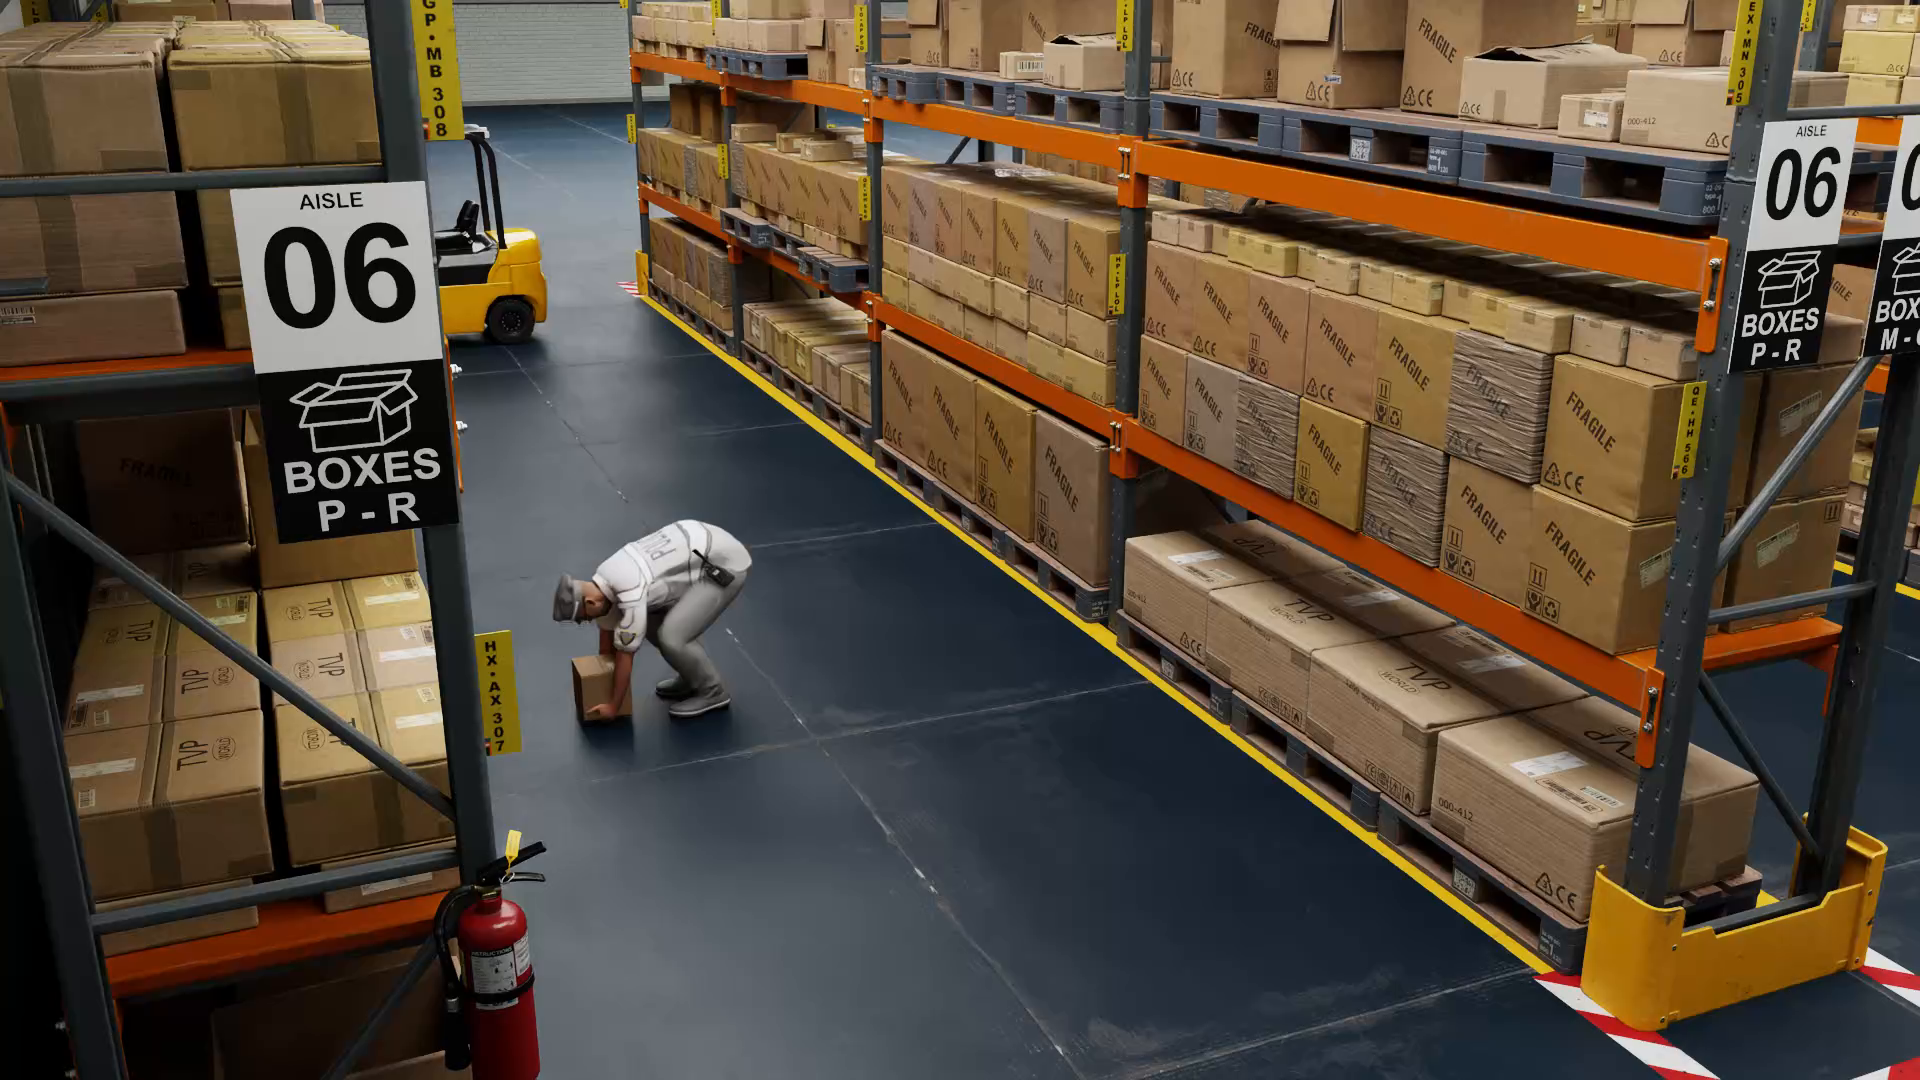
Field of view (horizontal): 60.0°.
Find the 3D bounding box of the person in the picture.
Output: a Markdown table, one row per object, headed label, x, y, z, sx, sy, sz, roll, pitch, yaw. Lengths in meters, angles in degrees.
| label | x | y | z | sx | sy | sz | roll | pitch | yaw |
| --- | --- | --- | --- | --- | --- | --- | --- | --- | --- |
| person | -1.574 | 0.417 | 8.544 | 1.021 | 0.967 | 0.538 | -9 | 21 | -25 |
